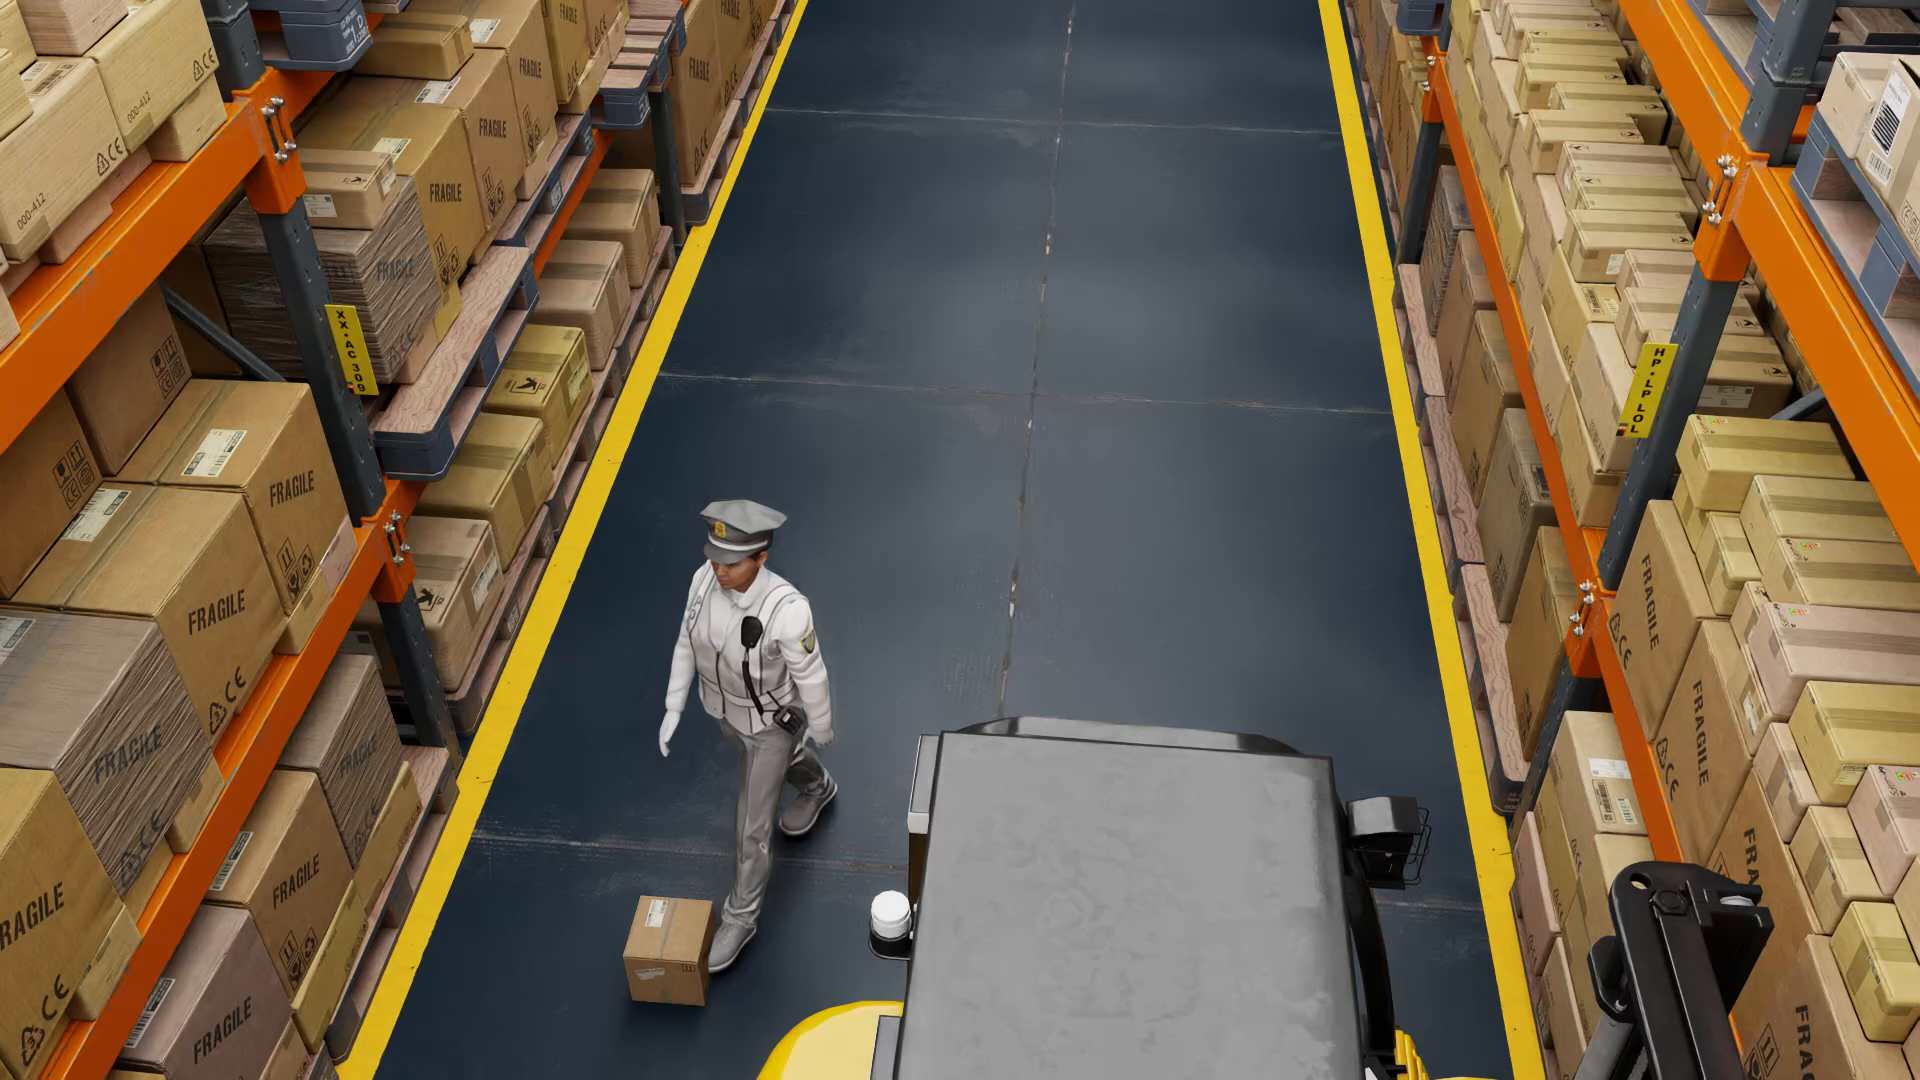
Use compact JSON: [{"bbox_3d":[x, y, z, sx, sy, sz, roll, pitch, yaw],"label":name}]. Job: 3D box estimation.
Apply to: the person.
[{"bbox_3d":[-0.720,0.575,5.459,0.516,1.639,0.916,27,47,28],"label":"person"}]
